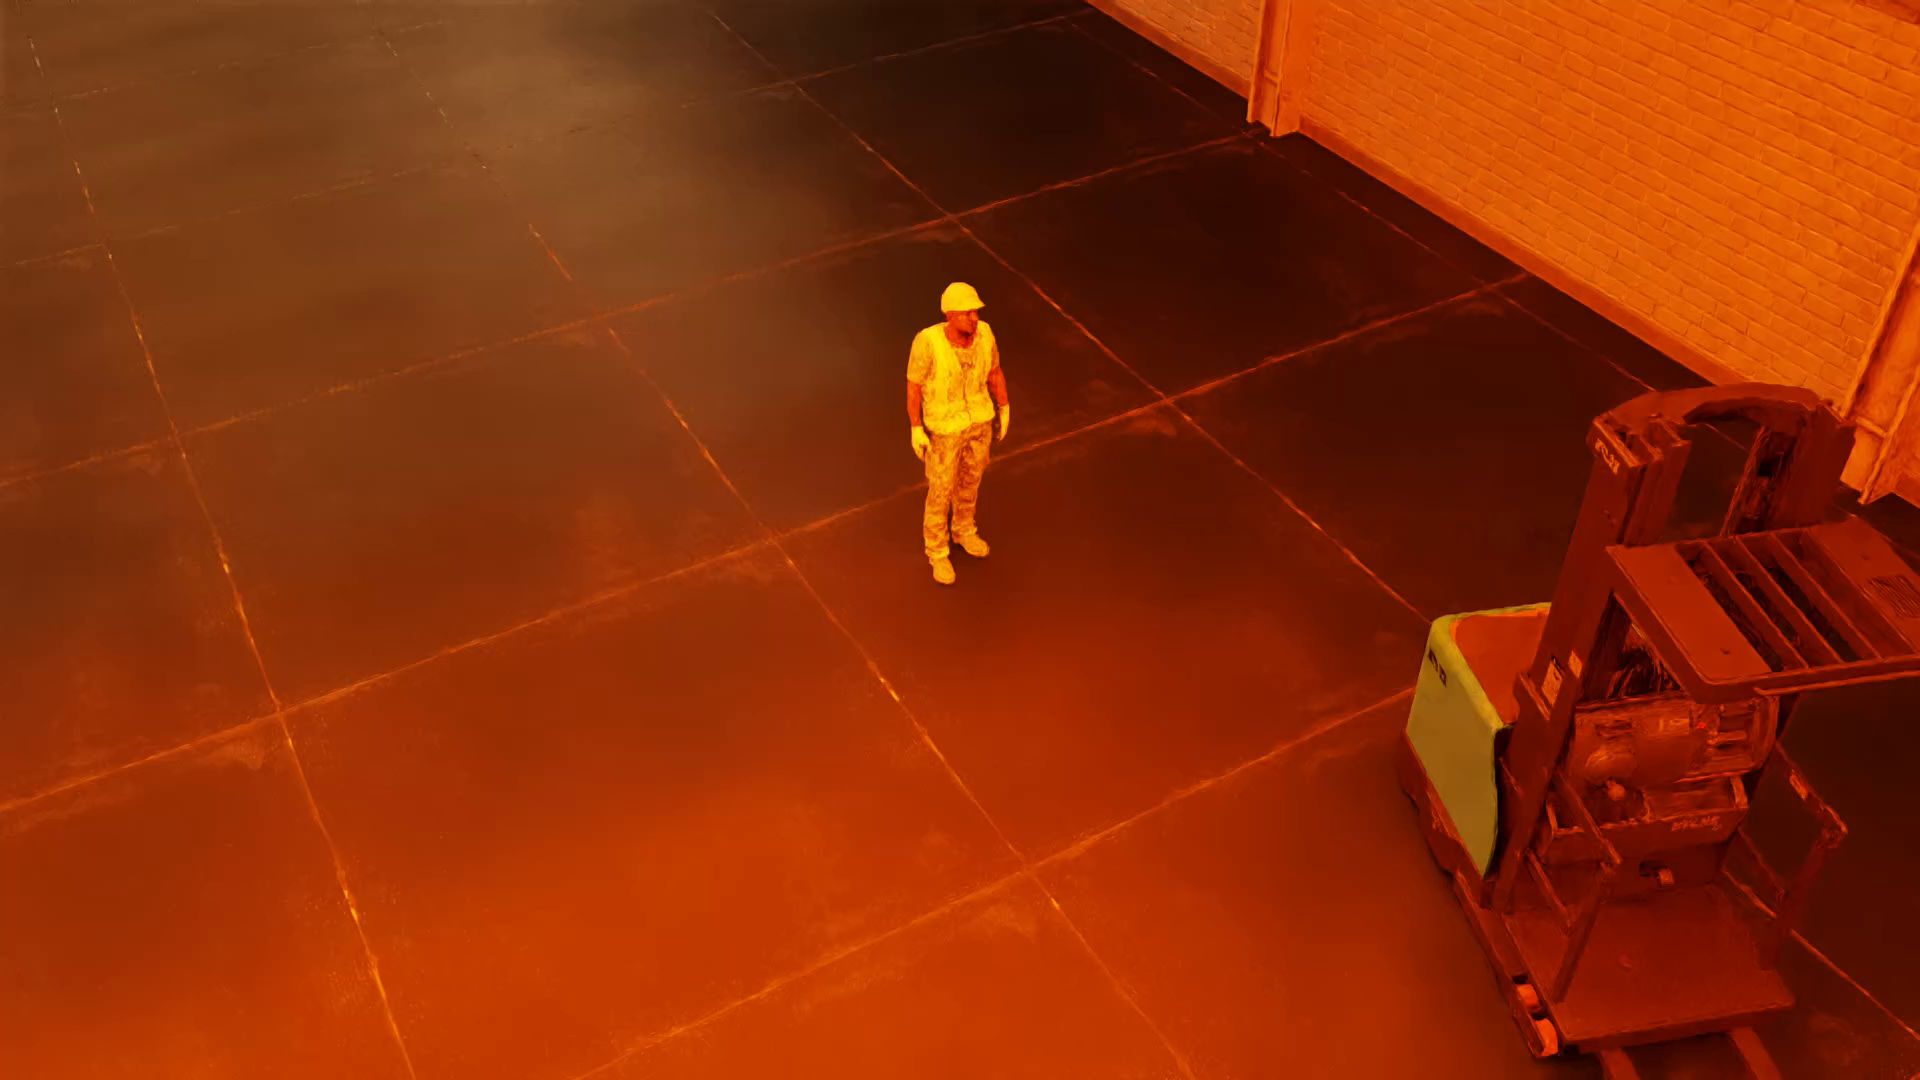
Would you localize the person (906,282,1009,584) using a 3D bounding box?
[{"bbox_3d":[0.029,-0.647,9.709,0.655,1.777,0.576,-20,44,-23],"label":"person"}]

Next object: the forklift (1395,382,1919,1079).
[{"bbox_3d":[3.069,0.946,6.895,1.130,2.935,3.031,-7,40,-8],"label":"forklift"}]
